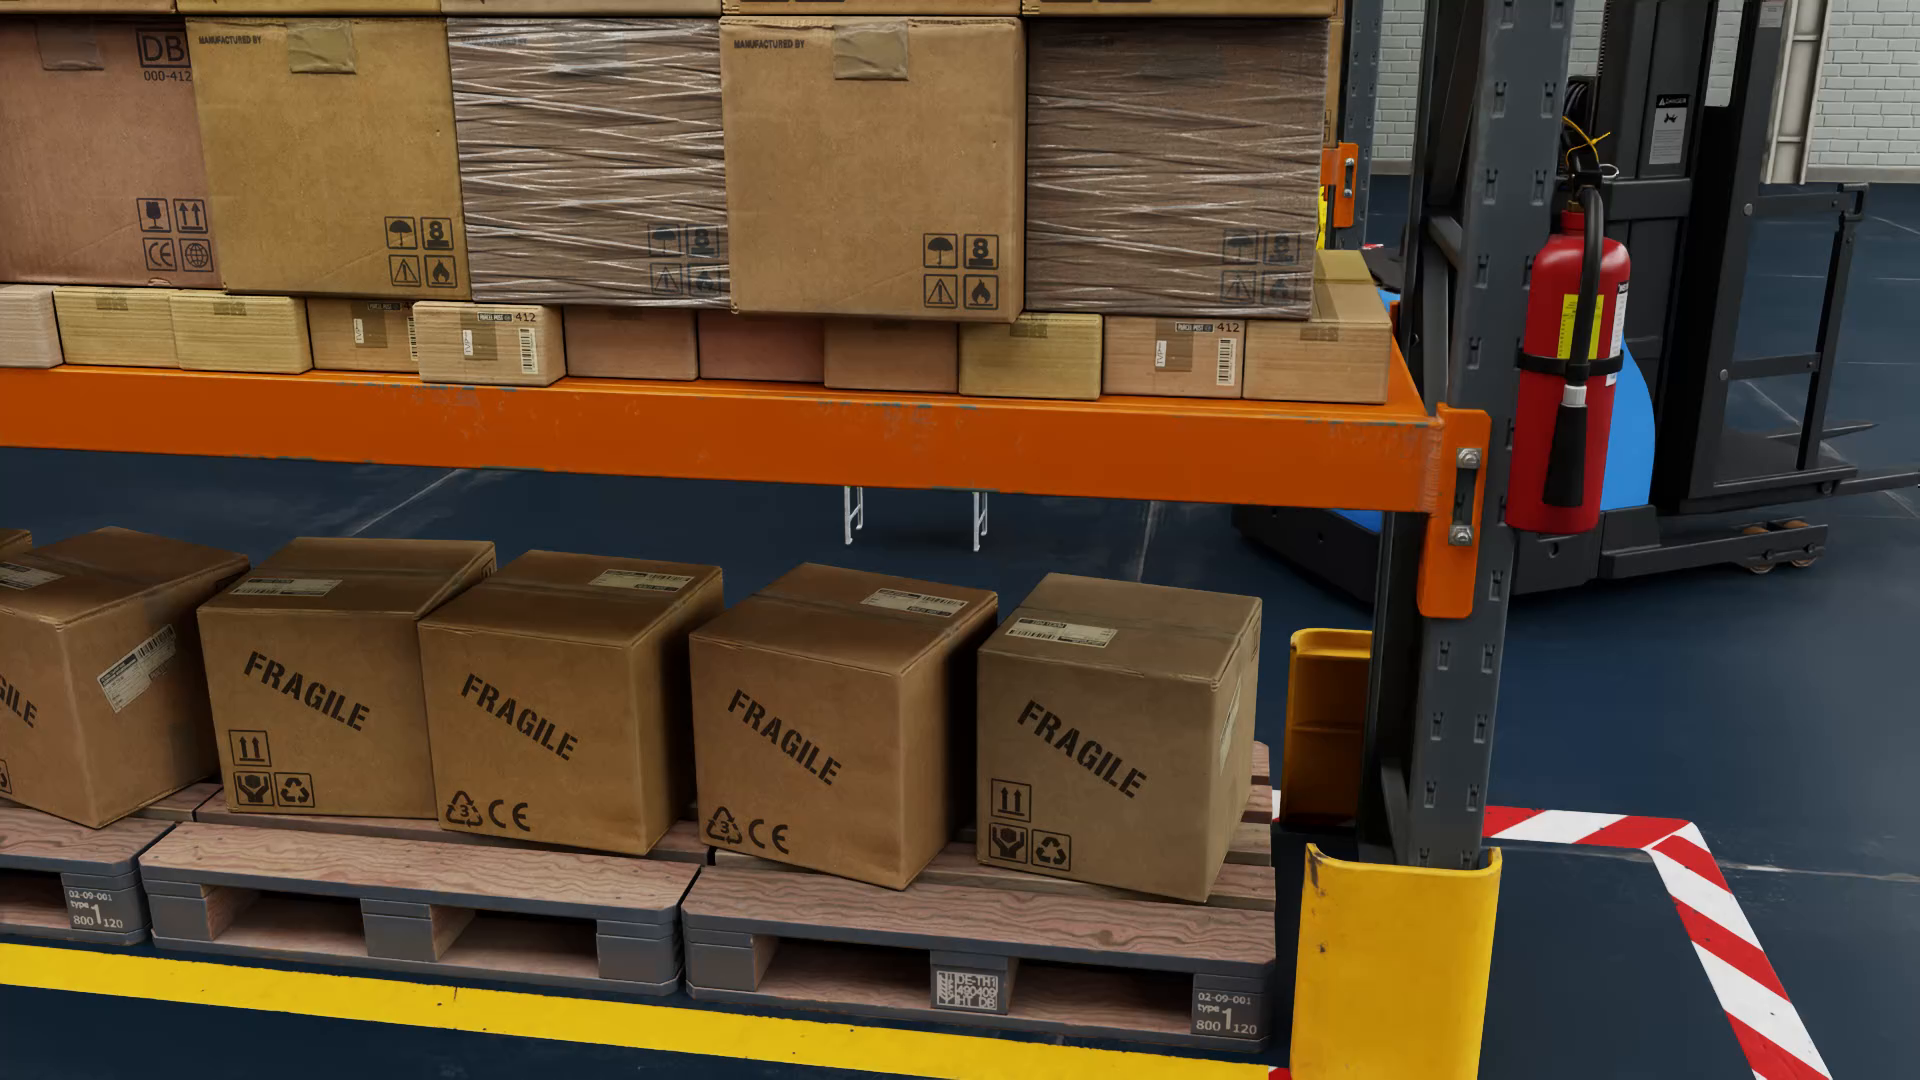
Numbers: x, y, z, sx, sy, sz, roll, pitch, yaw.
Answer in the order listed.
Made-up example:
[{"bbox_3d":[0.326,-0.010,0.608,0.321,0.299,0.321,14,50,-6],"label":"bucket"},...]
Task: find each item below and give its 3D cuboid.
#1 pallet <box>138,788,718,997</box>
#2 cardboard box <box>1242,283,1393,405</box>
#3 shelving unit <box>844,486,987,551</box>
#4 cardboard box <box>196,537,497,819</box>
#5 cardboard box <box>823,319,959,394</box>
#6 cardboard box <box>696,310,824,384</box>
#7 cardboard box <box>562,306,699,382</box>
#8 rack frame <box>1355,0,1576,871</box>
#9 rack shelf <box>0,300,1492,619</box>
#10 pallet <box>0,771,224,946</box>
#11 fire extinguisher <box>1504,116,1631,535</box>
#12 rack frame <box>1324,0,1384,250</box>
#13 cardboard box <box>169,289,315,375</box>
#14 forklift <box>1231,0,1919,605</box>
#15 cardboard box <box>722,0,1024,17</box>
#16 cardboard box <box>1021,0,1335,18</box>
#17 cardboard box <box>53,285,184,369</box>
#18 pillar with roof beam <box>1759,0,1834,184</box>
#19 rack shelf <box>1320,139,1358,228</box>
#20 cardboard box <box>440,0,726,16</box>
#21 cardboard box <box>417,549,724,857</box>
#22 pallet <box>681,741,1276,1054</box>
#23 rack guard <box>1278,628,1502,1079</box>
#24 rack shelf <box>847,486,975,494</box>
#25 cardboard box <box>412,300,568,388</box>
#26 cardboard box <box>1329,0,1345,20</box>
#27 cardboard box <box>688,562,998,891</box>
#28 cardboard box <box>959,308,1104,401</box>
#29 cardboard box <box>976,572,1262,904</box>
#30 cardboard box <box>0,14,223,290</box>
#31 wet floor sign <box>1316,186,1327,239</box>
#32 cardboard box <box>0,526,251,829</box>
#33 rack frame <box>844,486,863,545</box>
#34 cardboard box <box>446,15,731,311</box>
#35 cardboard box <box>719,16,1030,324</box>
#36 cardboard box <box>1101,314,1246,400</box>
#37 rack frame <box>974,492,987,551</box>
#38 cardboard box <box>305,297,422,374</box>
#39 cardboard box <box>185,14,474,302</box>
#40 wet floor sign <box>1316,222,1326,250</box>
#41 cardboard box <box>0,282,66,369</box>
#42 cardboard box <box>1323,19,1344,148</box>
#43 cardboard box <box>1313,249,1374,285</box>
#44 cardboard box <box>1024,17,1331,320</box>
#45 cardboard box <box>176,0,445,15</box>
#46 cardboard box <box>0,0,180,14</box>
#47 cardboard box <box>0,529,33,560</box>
[{"bbox_3d":[-1.106,0.665,3.982,1.213,0.211,1.003,3,19,9],"label":"pallet"},{"bbox_3d":[0.652,-0.370,3.077,0.250,0.149,0.380,3,19,9],"label":"cardboard box"},{"bbox_3d":[-0.163,-0.577,6.138,0.503,1.200,0.258,3,19,9],"label":"shelving unit"},{"bbox_3d":[-1.402,0.312,3.922,0.500,0.500,0.500,1,19,4],"label":"cardboard box"},{"bbox_3d":[-0.094,-0.396,3.156,0.250,0.149,0.380,3,19,9],"label":"cardboard box"},{"bbox_3d":[-0.334,-0.422,3.233,0.250,0.149,0.380,3,19,9],"label":"cardboard box"},{"bbox_3d":[-0.585,-0.427,3.249,0.250,0.149,0.380,3,19,9],"label":"cardboard box"},{"bbox_3d":[0.966,-0.539,3.187,0.127,3.000,1.000,3,19,9],"label":"rack frame"},{"bbox_3d":[-1.009,-0.299,3.602,4.000,0.370,1.077,3,19,9],"label":"rack shelf"},{"bbox_3d":[-2.315,0.605,4.163,1.213,0.211,1.003,3,19,9],"label":"pallet"},{"bbox_3d":[1.006,-0.352,2.751,0.183,0.674,0.296,3,19,9],"label":"fire extinguisher"},{"bbox_3d":[1.853,-2.088,7.816,0.127,3.000,1.000,3,19,9],"label":"rack frame"},{"bbox_3d":[-1.336,-0.445,3.302,0.250,0.149,0.380,3,19,9],"label":"cardboard box"},{"bbox_3d":[2.590,-1.418,5.922,3.031,2.935,1.130,-7,20,-20],"label":"forklift"},{"bbox_3d":[-0.111,-1.175,2.887,0.500,0.500,0.500,3,19,9],"label":"cardboard box"},{"bbox_3d":[0.384,-1.152,2.817,0.500,0.500,0.500,3,19,9],"label":"cardboard box"},{"bbox_3d":[-1.581,-0.461,3.350,0.250,0.149,0.380,3,19,9],"label":"cardboard box"},{"bbox_3d":[8.018,-6.711,12.178,0.400,9.000,9.100,3,19,9],"label":"pillar with roof beam"},{"bbox_3d":[-0.122,-1.847,8.231,4.000,0.370,1.077,3,19,9],"label":"rack shelf"},{"bbox_3d":[-0.604,-1.201,2.964,0.500,0.500,0.500,3,19,9],"label":"cardboard box"},{"bbox_3d":[-0.858,0.354,3.796,0.500,0.500,0.500,5,19,14],"label":"cardboard box"},{"bbox_3d":[0.095,0.727,3.796,1.213,0.211,1.003,3,19,9],"label":"pallet"},{"bbox_3d":[0.891,0.642,3.595,0.348,0.500,1.175,3,19,9],"label":"rack guard"},{"bbox_3d":[-0.163,-0.289,6.234,0.480,0.148,0.258,3,19,9],"label":"rack shelf"},{"bbox_3d":[-0.846,-0.412,3.204,0.250,0.149,0.380,3,19,9],"label":"cardboard box"},{"bbox_3d":[1.492,-2.702,7.713,0.550,0.550,0.875,3,19,9],"label":"cardboard box"},{"bbox_3d":[-0.243,0.391,3.685,0.500,0.500,0.500,8,20,23],"label":"cardboard box"},{"bbox_3d":[0.150,-0.379,3.104,0.250,0.149,0.380,3,19,9],"label":"cardboard box"},{"bbox_3d":[0.352,0.410,3.627,0.500,0.500,0.500,7,20,19],"label":"cardboard box"},{"bbox_3d":[-1.551,-0.857,3.511,0.500,0.500,0.875,3,19,9],"label":"cardboard box"},{"bbox_3d":[2.556,-2.183,11.809,0.232,0.644,0.267,10,21,27],"label":"wet floor sign"},{"bbox_3d":[-2.028,0.305,3.942,0.500,0.500,0.500,9,21,26],"label":"cardboard box"},{"bbox_3d":[-0.404,-0.590,6.174,0.015,1.200,0.240,3,19,9],"label":"rack frame"},{"bbox_3d":[-0.572,-0.790,3.311,0.500,0.500,0.875,3,19,9],"label":"cardboard box"},{"bbox_3d":[-0.085,-0.751,3.195,0.500,0.500,0.875,3,19,9],"label":"cardboard box"},{"bbox_3d":[0.405,-0.382,3.115,0.250,0.149,0.380,3,19,9],"label":"cardboard box"},{"bbox_3d":[0.077,-0.565,6.101,0.015,1.200,0.240,3,19,9],"label":"rack frame"},{"bbox_3d":[-1.081,-0.447,3.306,0.250,0.149,0.380,3,19,9],"label":"cardboard box"},{"bbox_3d":[-1.064,-0.819,3.397,0.500,0.500,0.875,3,19,9],"label":"cardboard box"},{"bbox_3d":[2.195,-1.590,10.039,0.232,0.644,0.267,0,19,-1],"label":"wet floor sign"},{"bbox_3d":[-1.834,-0.461,3.348,0.250,0.149,0.380,3,19,9],"label":"cardboard box"},{"bbox_3d":[1.479,-2.164,7.806,0.550,0.550,0.875,3,19,9],"label":"cardboard box"},{"bbox_3d":[0.723,-0.509,3.493,0.250,0.149,0.380,3,19,9],"label":"cardboard box"},{"bbox_3d":[0.427,-0.764,3.232,0.500,0.500,0.875,3,19,9],"label":"cardboard box"},{"bbox_3d":[-1.096,-1.229,3.047,0.500,0.500,0.500,3,19,9],"label":"cardboard box"},{"bbox_3d":[-1.592,-1.251,3.112,0.500,0.500,0.500,3,19,9],"label":"cardboard box"},{"bbox_3d":[-2.595,0.278,4.021,0.500,0.500,0.500,2,19,7],"label":"cardboard box"}]
